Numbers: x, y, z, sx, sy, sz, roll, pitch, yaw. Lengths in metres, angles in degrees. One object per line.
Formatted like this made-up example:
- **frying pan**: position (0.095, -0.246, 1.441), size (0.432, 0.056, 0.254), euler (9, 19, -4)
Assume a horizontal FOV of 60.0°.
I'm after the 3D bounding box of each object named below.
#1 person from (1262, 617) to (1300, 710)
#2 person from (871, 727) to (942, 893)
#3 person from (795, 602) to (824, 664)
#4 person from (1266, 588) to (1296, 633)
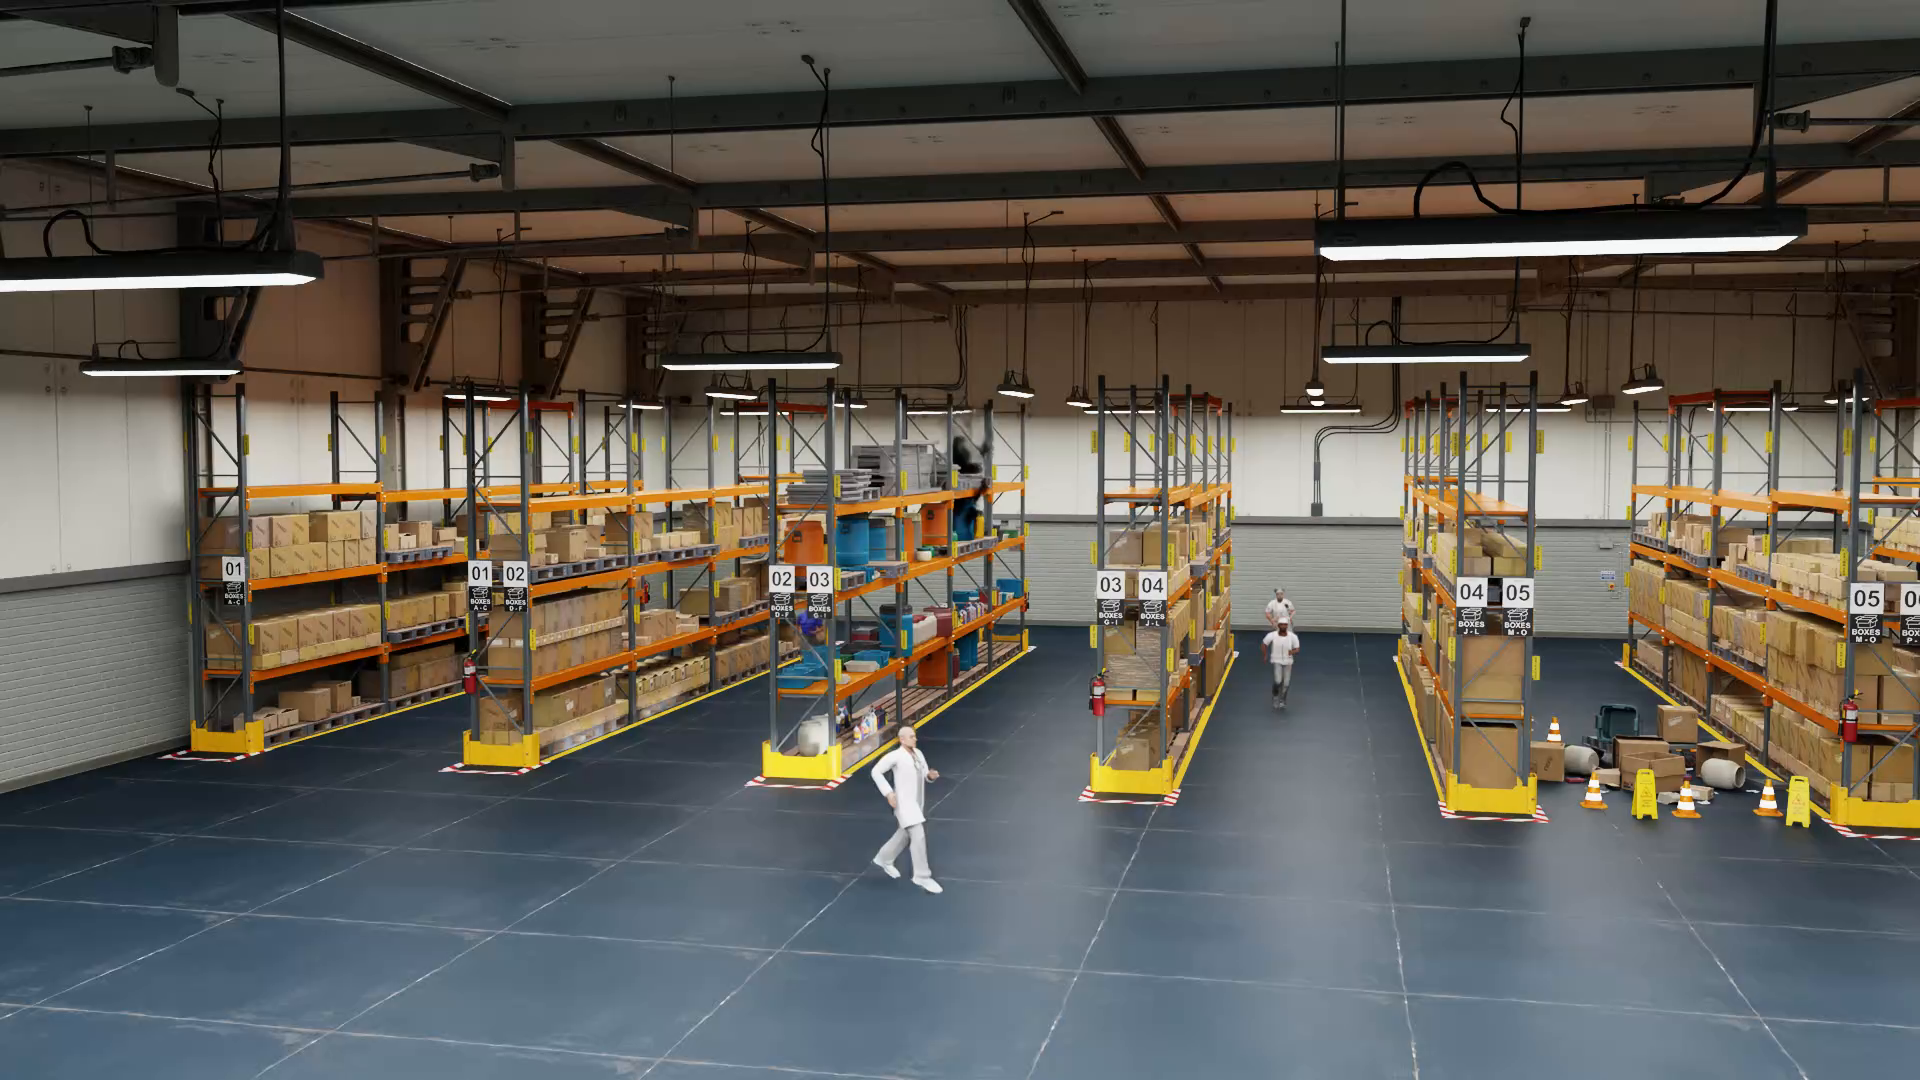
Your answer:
- **person**: position (6.059, 2.328, 31.304), size (0.676, 1.742, 0.673), euler (0, 3, 1)
- **person**: position (-0.594, 3.014, 18.816), size (0.990, 1.808, 0.687), euler (2, 4, 29)
- **person**: position (-2.995, 2.028, 32.912), size (0.588, 1.626, 0.752), euler (0, 3, 3)
- **person**: position (7.386, 1.955, 38.227), size (0.679, 1.724, 0.630), euler (0, 3, 4)
